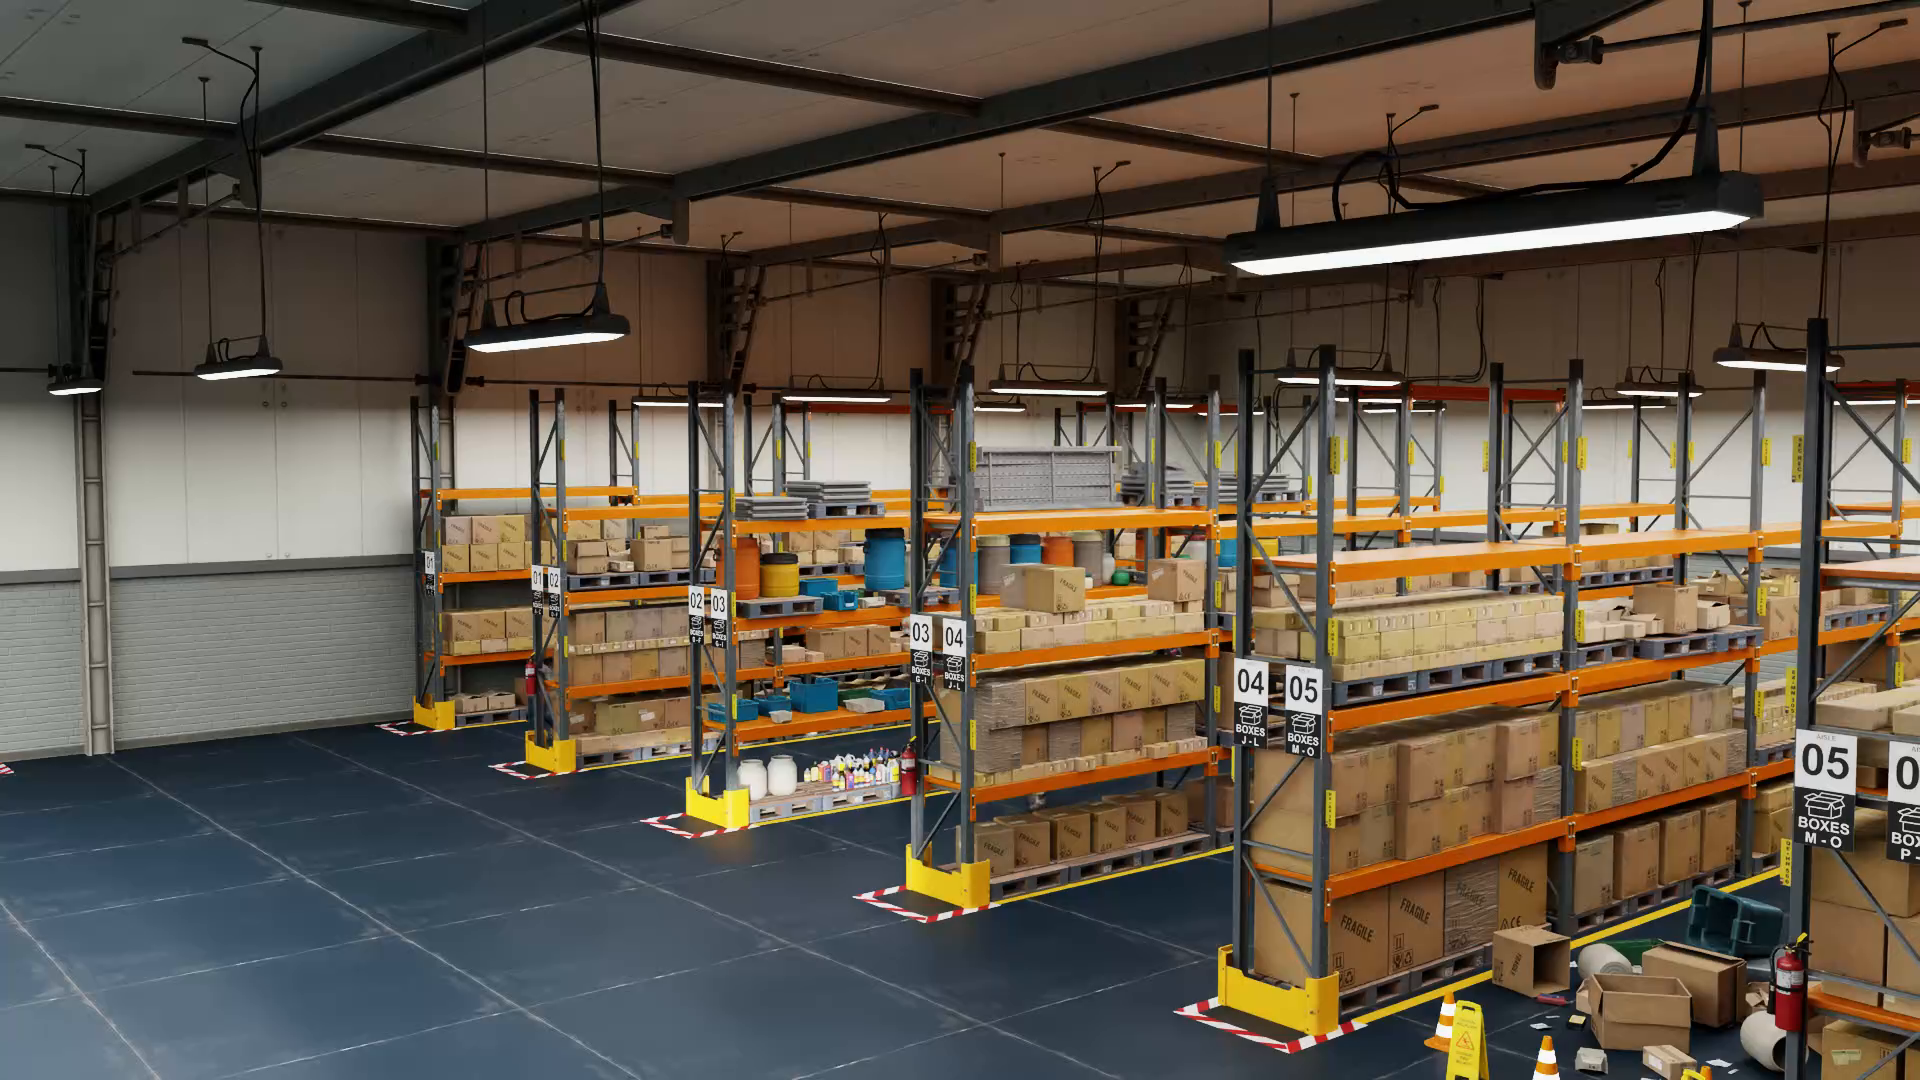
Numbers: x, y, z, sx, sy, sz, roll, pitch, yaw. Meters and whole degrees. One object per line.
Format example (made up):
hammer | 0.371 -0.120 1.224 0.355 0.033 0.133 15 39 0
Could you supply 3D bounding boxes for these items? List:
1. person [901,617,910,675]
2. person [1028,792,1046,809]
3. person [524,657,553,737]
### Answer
person | -0.954 2.046 33.506 0.638 1.884 0.769 3 5 42
person | 1.024 2.917 23.188 0.658 1.736 0.613 3 4 38
person | -7.211 2.693 28.522 0.556 1.583 0.711 2 4 24
